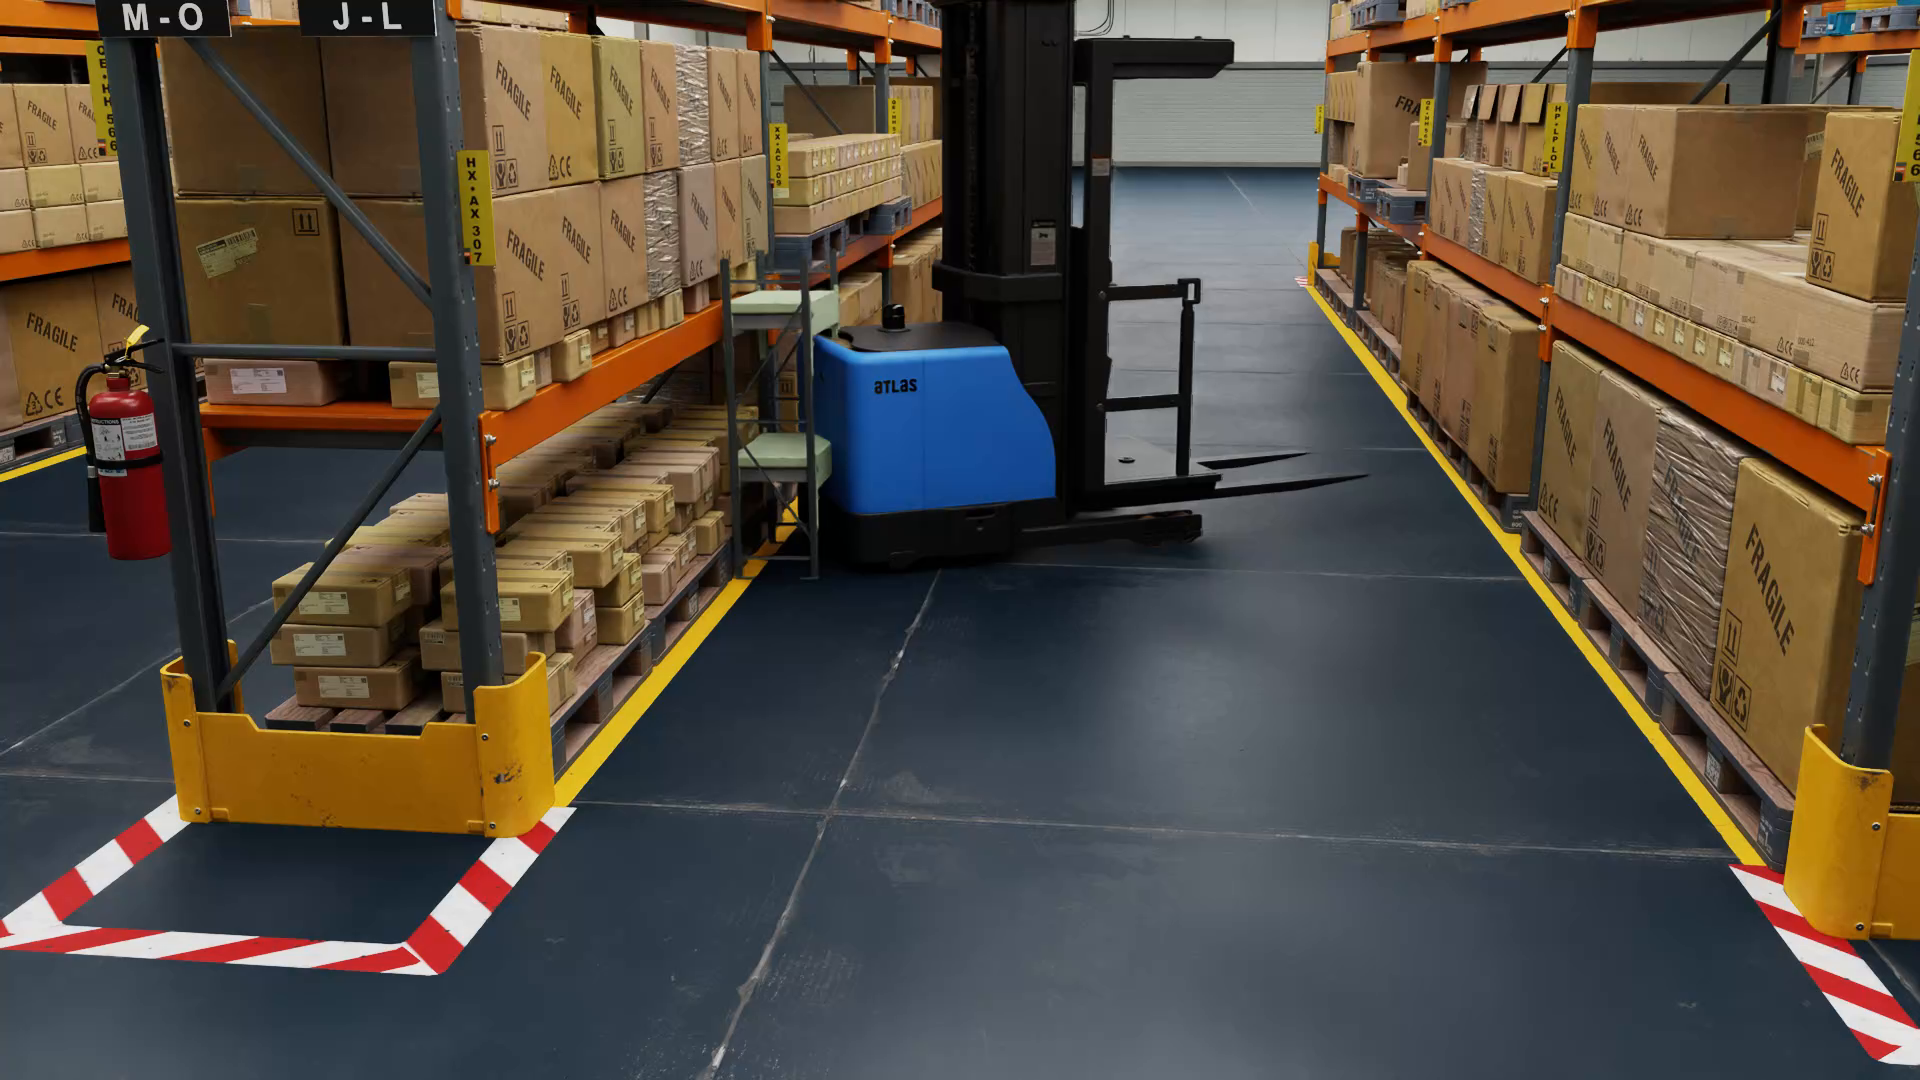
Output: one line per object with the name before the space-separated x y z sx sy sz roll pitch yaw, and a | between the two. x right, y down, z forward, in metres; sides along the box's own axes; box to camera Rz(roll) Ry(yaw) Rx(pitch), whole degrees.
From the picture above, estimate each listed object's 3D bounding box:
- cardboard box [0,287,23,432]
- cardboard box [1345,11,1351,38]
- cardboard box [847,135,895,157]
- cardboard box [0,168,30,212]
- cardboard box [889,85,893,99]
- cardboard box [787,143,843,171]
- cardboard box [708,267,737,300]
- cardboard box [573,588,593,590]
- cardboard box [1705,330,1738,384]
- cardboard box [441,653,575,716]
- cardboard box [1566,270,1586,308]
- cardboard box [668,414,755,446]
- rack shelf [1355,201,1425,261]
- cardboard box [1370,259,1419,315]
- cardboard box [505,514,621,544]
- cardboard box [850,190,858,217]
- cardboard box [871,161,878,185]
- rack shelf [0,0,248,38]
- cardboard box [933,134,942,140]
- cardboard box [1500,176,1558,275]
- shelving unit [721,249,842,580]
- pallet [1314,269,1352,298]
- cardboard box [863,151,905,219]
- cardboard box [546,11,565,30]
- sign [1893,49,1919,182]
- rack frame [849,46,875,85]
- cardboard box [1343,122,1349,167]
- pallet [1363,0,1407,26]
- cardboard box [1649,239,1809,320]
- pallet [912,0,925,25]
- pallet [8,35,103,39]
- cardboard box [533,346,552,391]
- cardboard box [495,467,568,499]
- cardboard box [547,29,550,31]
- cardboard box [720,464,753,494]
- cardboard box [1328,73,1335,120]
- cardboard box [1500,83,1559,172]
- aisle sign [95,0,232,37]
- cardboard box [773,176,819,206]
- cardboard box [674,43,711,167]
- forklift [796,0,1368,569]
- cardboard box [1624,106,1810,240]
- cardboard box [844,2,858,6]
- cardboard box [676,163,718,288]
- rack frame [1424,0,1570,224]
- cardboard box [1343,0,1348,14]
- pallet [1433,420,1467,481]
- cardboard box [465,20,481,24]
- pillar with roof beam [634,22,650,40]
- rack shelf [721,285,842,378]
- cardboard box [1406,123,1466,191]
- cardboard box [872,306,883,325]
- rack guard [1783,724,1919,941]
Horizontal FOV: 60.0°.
cardboard box | -6.424 -1.051 10.070 0.875 0.875 0.875 2 15 8
cardboard box | 4.310 -5.392 17.398 0.500 0.250 0.500 2 15 8
cardboard box | -0.663 -2.792 11.778 0.380 0.149 0.250 2 15 6
cardboard box | -6.053 -2.122 10.093 0.500 0.250 0.500 2 15 7
cardboard box | -0.917 -3.407 13.409 0.700 0.500 0.500 1 15 5
cardboard box | -0.895 -2.252 9.782 0.380 0.149 0.250 1 15 6
cardboard box | -1.294 -1.252 8.026 0.380 0.149 0.250 2 15 8
cardboard box | -1.595 0.212 6.219 0.380 0.149 0.250 2 15 7
cardboard box | 2.808 -0.628 5.718 0.380 0.149 0.250 1 15 5
cardboard box | -1.558 0.493 5.750 0.380 0.149 0.250 2 15 7
cardboard box | 3.039 -1.163 7.698 0.380 0.149 0.250 1 15 4
cardboard box | -1.255 -0.538 8.422 0.380 0.149 0.250 2 15 7
rack shelf | 4.110 -2.628 14.013 1.077 0.370 4.000 2 15 6
cardboard box | 4.245 -2.341 15.520 0.700 0.500 0.500 1 15 2
cardboard box | -1.526 0.003 6.422 0.380 0.149 0.250 1 15 4
cardboard box | -0.841 -2.100 10.360 0.380 0.149 0.250 1 15 5
cardboard box | -0.751 -2.446 11.067 0.380 0.149 0.250 2 15 6
rack shelf | -6.188 -3.331 10.864 1.077 0.370 4.000 2 15 6
cardboard box | -0.552 -3.835 16.810 0.875 0.550 0.550 2 15 6
cardboard box | 3.277 -1.725 9.103 0.500 0.500 0.500 2 15 8
shelving unit | -0.838 -0.628 8.060 0.431 1.500 0.755 1 13 6
pallet | 4.651 -2.956 19.190 1.003 0.211 1.213 2 15 6
cardboard box | -0.714 -2.786 13.026 0.500 0.500 0.500 2 15 7
cardboard box | -4.921 -6.072 19.342 0.500 0.250 0.500 1 15 5
sign | 2.444 -1.075 4.218 0.100 0.325 0.005 2 15 6
rack frame | -0.582 -3.666 16.475 1.000 3.000 0.127 2 15 6
cardboard box | 4.661 -4.320 18.130 0.875 0.500 0.500 2 15 6
pallet | 4.046 -4.425 13.895 1.213 0.211 1.003 2 15 6
cardboard box | 2.942 -0.985 6.277 0.500 0.250 0.500 2 15 6
pallet | -0.890 -4.445 13.968 1.003 0.211 1.213 2 15 9
pallet | -10.233 -5.874 19.062 1.003 0.211 1.213 2 15 6
cardboard box | -1.586 -0.574 5.521 0.380 0.149 0.250 2 15 8
cardboard box | -1.931 -0.217 7.237 0.380 0.149 0.250 2 15 7
cardboard box | -4.976 -5.852 19.293 0.380 0.149 0.250 2 15 7
cardboard box | -1.235 -0.330 8.223 0.380 0.149 0.250 1 15 4
cardboard box | 4.390 -4.942 18.515 0.500 0.500 0.500 2 15 6
cardboard box | 3.640 -2.457 9.889 0.797 0.503 0.637 2 15 8
aisle sign | -2.242 -1.799 4.588 0.394 0.787 0.004 2 15 6
cardboard box | -0.983 -1.905 9.068 0.380 0.149 0.250 2 15 7
cardboard box | -1.393 -1.870 7.153 0.500 0.500 0.500 2 15 8
forklift | 0.712 -1.495 8.577 3.031 2.935 1.130 -6 16 -20
cardboard box | 3.007 -1.473 6.645 0.500 0.500 0.500 1 15 4
cardboard box | -0.949 -3.710 10.698 0.500 0.500 0.500 2 15 6
cardboard box | -1.375 -1.386 7.280 0.500 0.500 0.500 2 15 6
rack frame | 3.884 -2.457 12.001 1.000 3.000 0.127 2 15 6
cardboard box | 4.361 -5.770 18.032 0.380 0.149 0.250 2 15 6
pallet | 3.580 -0.593 10.450 1.003 0.211 1.213 2 15 6
cardboard box | -5.145 -5.253 17.075 0.380 0.149 0.250 2 15 6
pillar with roof beam | -3.981 -13.809 42.489 9.100 9.000 0.400 2 15 6
rack shelf | -0.843 -1.008 7.973 0.431 0.370 0.720 1 13 6
cardboard box | 3.869 -2.997 13.002 0.700 0.500 0.500 4 16 15
cardboard box | -0.847 -1.447 12.250 0.500 0.500 0.500 2 15 6
rack guard | 2.979 0.831 4.631 1.175 0.500 0.348 2 15 6
